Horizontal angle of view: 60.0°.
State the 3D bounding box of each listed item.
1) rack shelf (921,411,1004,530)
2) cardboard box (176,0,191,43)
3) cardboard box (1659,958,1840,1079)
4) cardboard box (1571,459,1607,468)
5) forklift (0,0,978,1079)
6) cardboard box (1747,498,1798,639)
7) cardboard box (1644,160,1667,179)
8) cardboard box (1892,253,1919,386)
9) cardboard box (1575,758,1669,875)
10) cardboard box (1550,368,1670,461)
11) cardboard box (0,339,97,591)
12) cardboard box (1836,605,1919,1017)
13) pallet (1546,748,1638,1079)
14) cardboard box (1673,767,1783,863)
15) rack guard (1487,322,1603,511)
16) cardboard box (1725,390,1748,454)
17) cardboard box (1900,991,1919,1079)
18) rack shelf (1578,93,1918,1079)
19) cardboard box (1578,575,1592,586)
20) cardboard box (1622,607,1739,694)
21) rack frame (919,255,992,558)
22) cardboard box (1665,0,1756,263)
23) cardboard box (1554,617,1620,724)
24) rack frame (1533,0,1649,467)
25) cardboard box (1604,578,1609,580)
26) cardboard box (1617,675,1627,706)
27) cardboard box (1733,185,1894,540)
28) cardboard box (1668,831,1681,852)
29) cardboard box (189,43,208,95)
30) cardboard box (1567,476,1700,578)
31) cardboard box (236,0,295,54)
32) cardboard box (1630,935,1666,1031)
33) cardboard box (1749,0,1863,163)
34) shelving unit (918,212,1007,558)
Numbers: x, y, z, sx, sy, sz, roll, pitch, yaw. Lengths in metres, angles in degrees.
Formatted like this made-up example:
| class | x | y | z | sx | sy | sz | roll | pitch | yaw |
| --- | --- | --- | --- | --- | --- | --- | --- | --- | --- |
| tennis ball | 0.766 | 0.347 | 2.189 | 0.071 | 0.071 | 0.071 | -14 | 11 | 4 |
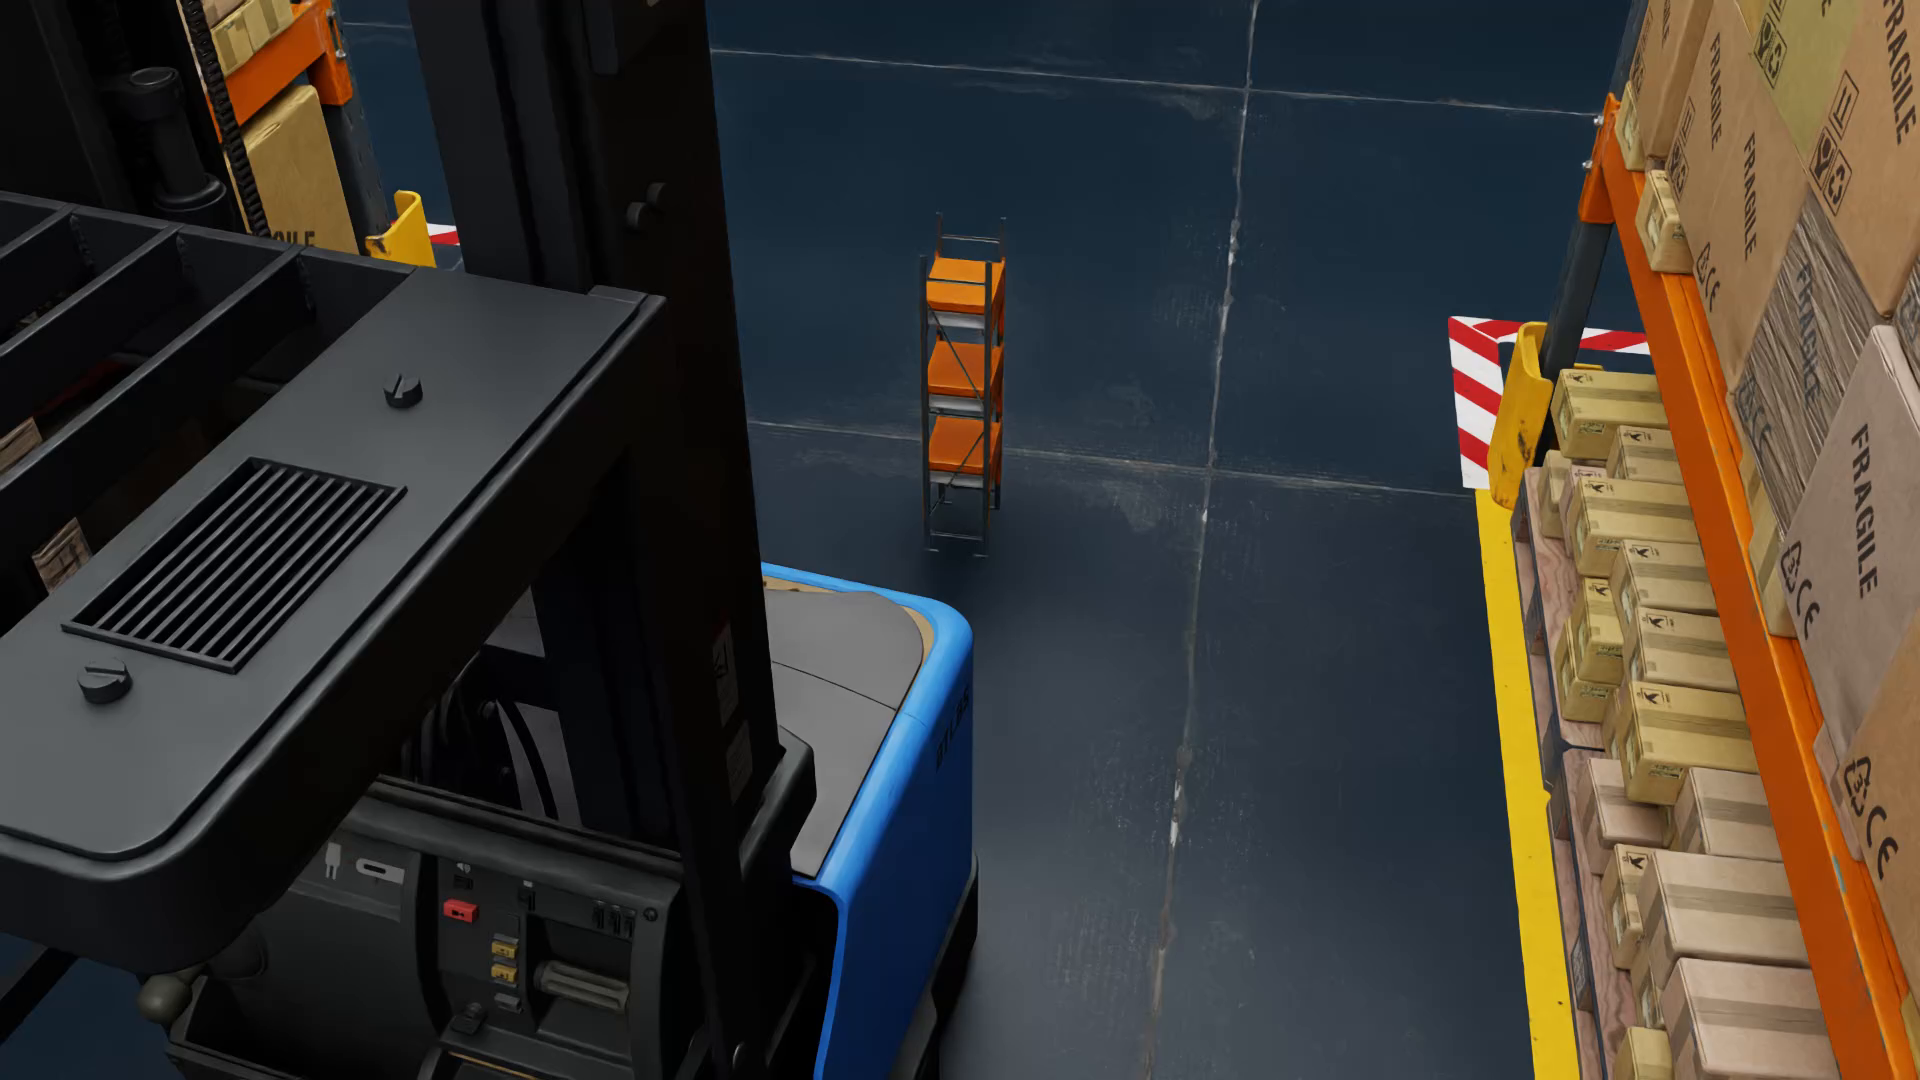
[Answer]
| class | x | y | z | sx | sy | sz | roll | pitch | yaw |
| --- | --- | --- | --- | --- | --- | --- | --- | --- | --- |
| rack shelf | 0.009 | -0.216 | 5.140 | 0.215 | 0.259 | 0.240 | 6 | 40 | 8 |
| cardboard box | -2.437 | -1.365 | 4.431 | 0.500 | 0.250 | 0.500 | 6 | 40 | 7 |
| cardboard box | 1.573 | 0.960 | 3.175 | 0.380 | 0.149 | 0.250 | 5 | 40 | 6 |
| cardboard box | 1.998 | -0.227 | 4.845 | 0.380 | 0.149 | 0.250 | 8 | 40 | 10 |
| forklift | -0.897 | 0.631 | 2.187 | 1.130 | 2.935 | 3.031 | 12 | 41 | 14 |
| cardboard box | 1.668 | 0.063 | 3.016 | 0.380 | 0.149 | 0.250 | 7 | 40 | 9 |
| cardboard box | 1.959 | -0.921 | 4.207 | 0.380 | 0.149 | 0.250 | 8 | 40 | 9 |
| cardboard box | 1.651 | -0.347 | 2.219 | 0.500 | 0.500 | 0.500 | 7 | 40 | 9 |
| cardboard box | 1.703 | 0.676 | 3.986 | 0.380 | 0.149 | 0.250 | 5 | 40 | 6 |
| cardboard box | 1.916 | -0.351 | 4.761 | 0.380 | 0.149 | 0.250 | 5 | 40 | 6 |
| cardboard box | -2.716 | -0.321 | 4.622 | 0.875 | 0.875 | 0.875 | 6 | 40 | 8 |
| cardboard box | 1.546 | 0.347 | 2.164 | 0.500 | 0.500 | 0.500 | 5 | 40 | 6 |
| pallet | 1.939 | 1.042 | 3.824 | 1.003 | 0.211 | 1.213 | 6 | 40 | 8 |
| cardboard box | 1.758 | 0.646 | 3.556 | 0.380 | 0.149 | 0.250 | 6 | 40 | 8 |
| rack guard | 2.328 | -0.338 | 5.267 | 1.175 | 0.500 | 0.348 | 6 | 40 | 8 |
| cardboard box | 1.808 | -0.261 | 3.409 | 0.380 | 0.149 | 0.250 | 6 | 40 | 7 |
| cardboard box | 1.510 | 0.718 | 2.225 | 0.380 | 0.149 | 0.250 | 8 | 40 | 9 |
| rack shelf | 1.995 | 0.183 | 3.239 | 1.077 | 0.370 | 4.000 | 6 | 40 | 8 |
| cardboard box | 1.971 | 0.054 | 4.738 | 0.380 | 0.149 | 0.250 | 6 | 40 | 7 |
| cardboard box | 1.798 | 0.317 | 3.953 | 0.380 | 0.149 | 0.250 | 8 | 40 | 9 |
| rack frame | -0.012 | -0.362 | 4.863 | 0.200 | 1.050 | 0.008 | 6 | 40 | 8 |
| cardboard box | 1.924 | -0.913 | 3.688 | 0.500 | 0.500 | 0.500 | 6 | 40 | 8 |
| cardboard box | 1.782 | 0.359 | 4.369 | 0.380 | 0.149 | 0.250 | 7 | 40 | 8 |
| rack frame | 2.341 | -1.350 | 4.528 | 1.000 | 3.000 | 0.127 | 6 | 40 | 8 |
| cardboard box | 1.940 | 0.102 | 4.447 | 0.380 | 0.149 | 0.250 | 7 | 40 | 8 |
| cardboard box | 1.836 | 0.428 | 4.052 | 0.380 | 0.149 | 0.250 | 5 | 40 | 6 |
| cardboard box | 1.745 | -0.286 | 2.930 | 0.500 | 0.500 | 0.500 | 5 | 40 | 7 |
| cardboard box | 1.773 | 0.772 | 3.637 | 0.380 | 0.149 | 0.250 | 8 | 40 | 10 |
| cardboard box | -2.352 | -1.282 | 4.643 | 0.380 | 0.149 | 0.250 | 6 | 40 | 8 |
| cardboard box | 1.817 | -0.020 | 4.361 | 0.380 | 0.149 | 0.250 | 6 | 40 | 8 |
| cardboard box | -2.264 | -1.603 | 5.032 | 0.380 | 0.149 | 0.250 | 7 | 40 | 9 |
| cardboard box | 1.672 | 1.008 | 3.584 | 0.380 | 0.149 | 0.250 | 7 | 40 | 9 |
| cardboard box | 1.809 | -0.994 | 3.002 | 0.500 | 0.500 | 0.500 | 6 | 40 | 7 |
| shelving unit | 0.009 | -0.438 | 4.956 | 0.215 | 1.050 | 0.252 | 6 | 40 | 8 |
